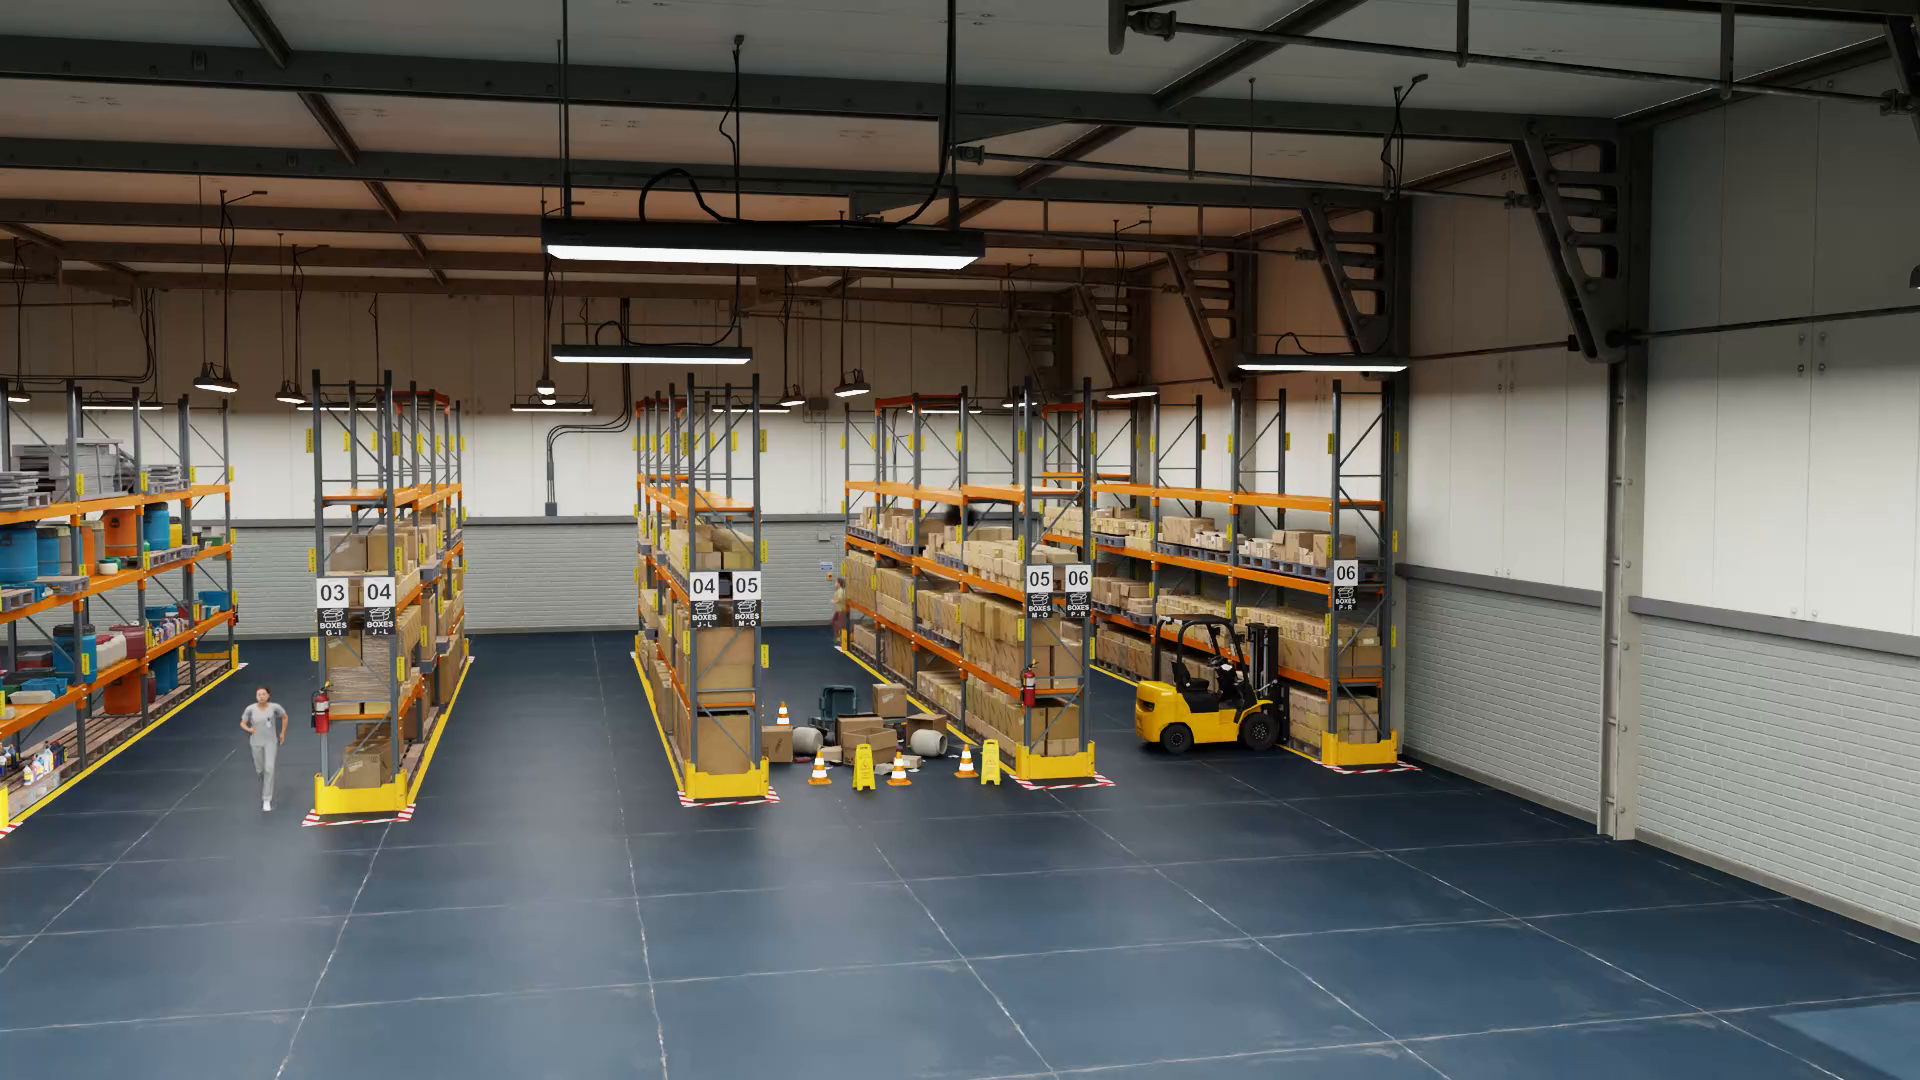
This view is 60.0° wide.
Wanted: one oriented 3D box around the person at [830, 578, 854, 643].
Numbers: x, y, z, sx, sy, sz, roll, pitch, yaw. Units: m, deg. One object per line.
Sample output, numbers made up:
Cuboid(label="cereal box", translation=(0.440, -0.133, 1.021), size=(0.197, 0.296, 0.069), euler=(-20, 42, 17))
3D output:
Cuboid(label="person", translation=(-2.922, 1.787, 41.670), size=(0.650, 1.704, 0.612), euler=(0, 3, -5))

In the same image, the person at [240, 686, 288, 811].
Cuboid(label="person", translation=(-9.638, 2.842, 23.032), size=(0.601, 1.675, 0.931), euler=(-1, 3, -14))
